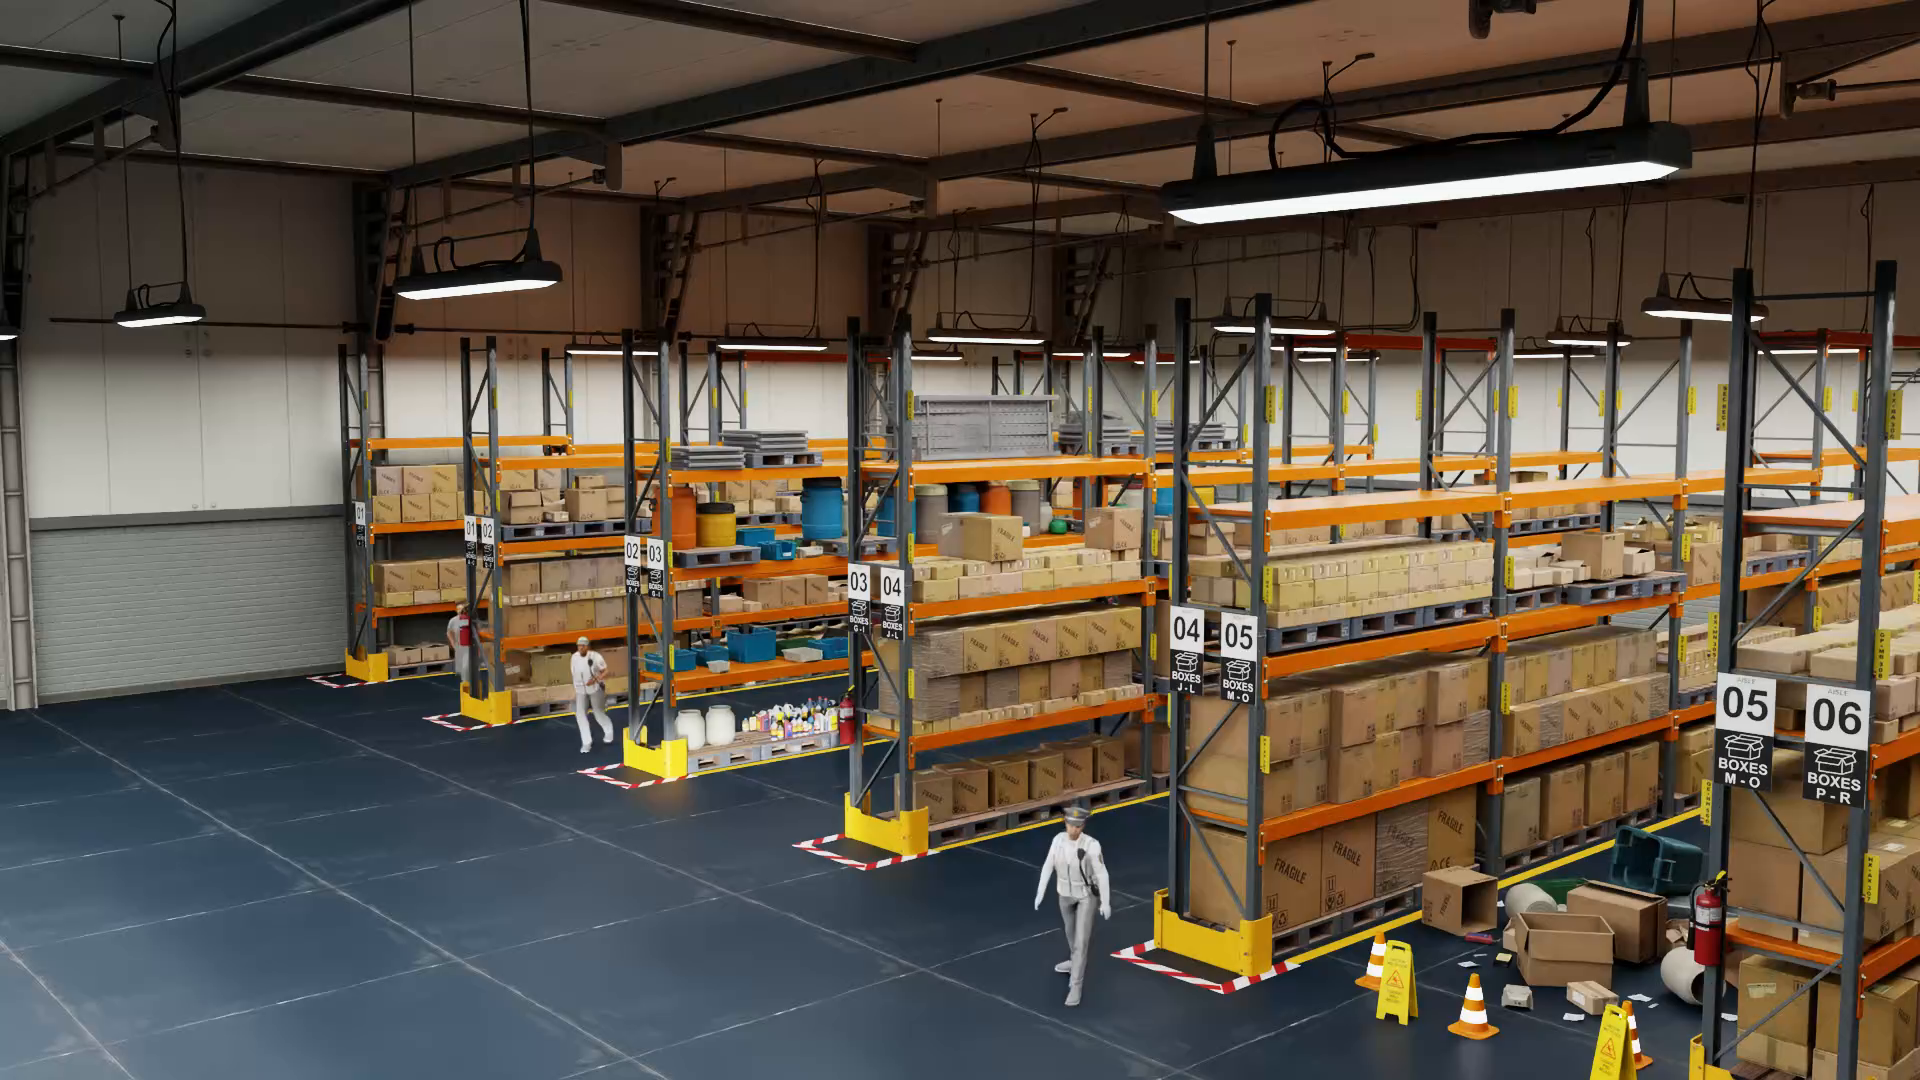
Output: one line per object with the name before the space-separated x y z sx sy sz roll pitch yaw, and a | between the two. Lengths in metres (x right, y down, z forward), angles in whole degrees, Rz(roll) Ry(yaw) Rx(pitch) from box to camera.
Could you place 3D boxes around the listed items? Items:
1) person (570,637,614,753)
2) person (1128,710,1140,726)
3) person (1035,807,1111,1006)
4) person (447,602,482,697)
person | -5.359 2.197 24.000 0.611 1.635 0.851 0 5 5
person | 2.563 1.904 24.015 0.675 1.689 0.637 4 6 35
person | 0.996 3.073 14.342 0.627 1.625 0.866 3 6 30
person | -8.414 1.838 28.298 0.560 1.618 0.735 0 5 5
